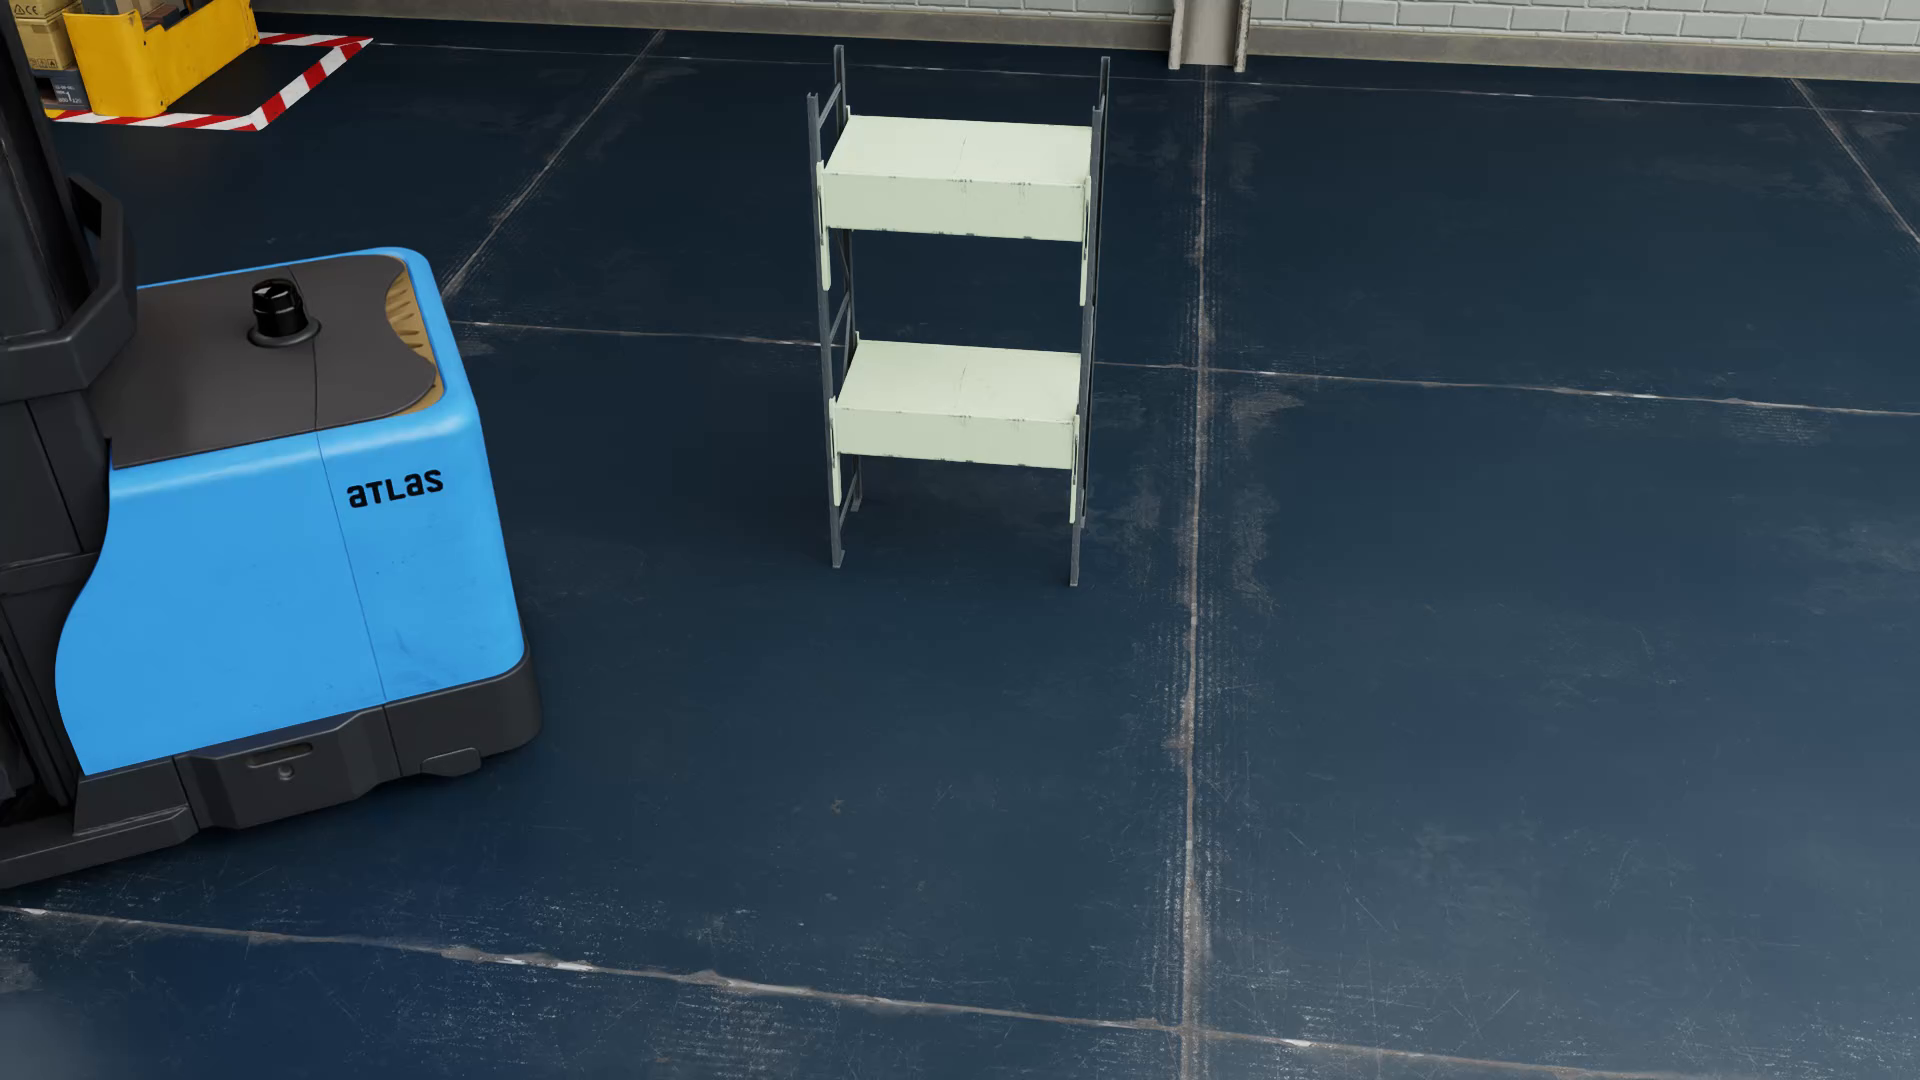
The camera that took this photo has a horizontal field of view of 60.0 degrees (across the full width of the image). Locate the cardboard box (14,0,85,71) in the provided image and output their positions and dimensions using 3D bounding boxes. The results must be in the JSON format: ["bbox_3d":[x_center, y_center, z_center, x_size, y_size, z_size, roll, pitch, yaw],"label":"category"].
[{"bbox_3d":[-4.575,-2.540,8.233,0.500,0.250,0.500,5,36,6],"label":"cardboard box"}]

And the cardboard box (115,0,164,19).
[{"bbox_3d":[-4.531,-2.837,8.648,0.500,0.250,0.500,4,36,6],"label":"cardboard box"}]

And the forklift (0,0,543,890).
[{"bbox_3d":[-2.682,-0.556,3.506,3.031,2.935,1.130,-13,38,-18],"label":"forklift"}]

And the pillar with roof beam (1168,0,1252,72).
[{"bbox_3d":[0.758,-3.724,2.722,0.400,9.000,9.100,4,36,6],"label":"pillar with roof beam"}]

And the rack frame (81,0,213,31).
[{"bbox_3d":[-4.069,-3.636,7.762,0.127,3.000,1.000,4,36,6],"label":"rack frame"}]

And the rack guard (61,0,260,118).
[{"bbox_3d":[-4.045,-2.617,8.486,0.348,0.500,1.175,4,36,6],"label":"rack guard"}]

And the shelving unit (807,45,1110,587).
[{"bbox_3d":[0.007,-0.610,4.814,0.755,1.500,0.431,4,36,6],"label":"shelving unit"}]

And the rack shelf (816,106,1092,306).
[{"bbox_3d":[0.007,-0.928,4.587,0.720,0.370,0.431,4,36,6],"label":"rack shelf"}]

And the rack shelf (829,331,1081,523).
[{"bbox_3d":[0.007,-0.345,5.003,0.720,0.370,0.431,4,36,6],"label":"rack shelf"}]

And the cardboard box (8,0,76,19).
[{"bbox_3d":[-4.592,-2.747,8.092,0.500,0.250,0.500,4,36,5],"label":"cardboard box"}]

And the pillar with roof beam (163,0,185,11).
[{"bbox_3d":[-5.193,-4.168,3.344,0.400,9.000,9.100,4,36,6],"label":"pillar with roof beam"}]

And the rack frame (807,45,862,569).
[{"bbox_3d":[-0.356,-0.637,4.852,0.023,1.500,0.400,4,36,6],"label":"rack frame"}]

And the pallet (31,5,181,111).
[{"bbox_3d":[-4.833,-2.533,8.618,1.213,0.211,1.003,4,36,6],"label":"pallet"}]

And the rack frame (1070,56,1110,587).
[{"bbox_3d":[0.370,-0.583,4.776,0.023,1.500,0.400,4,36,6],"label":"rack frame"}]
